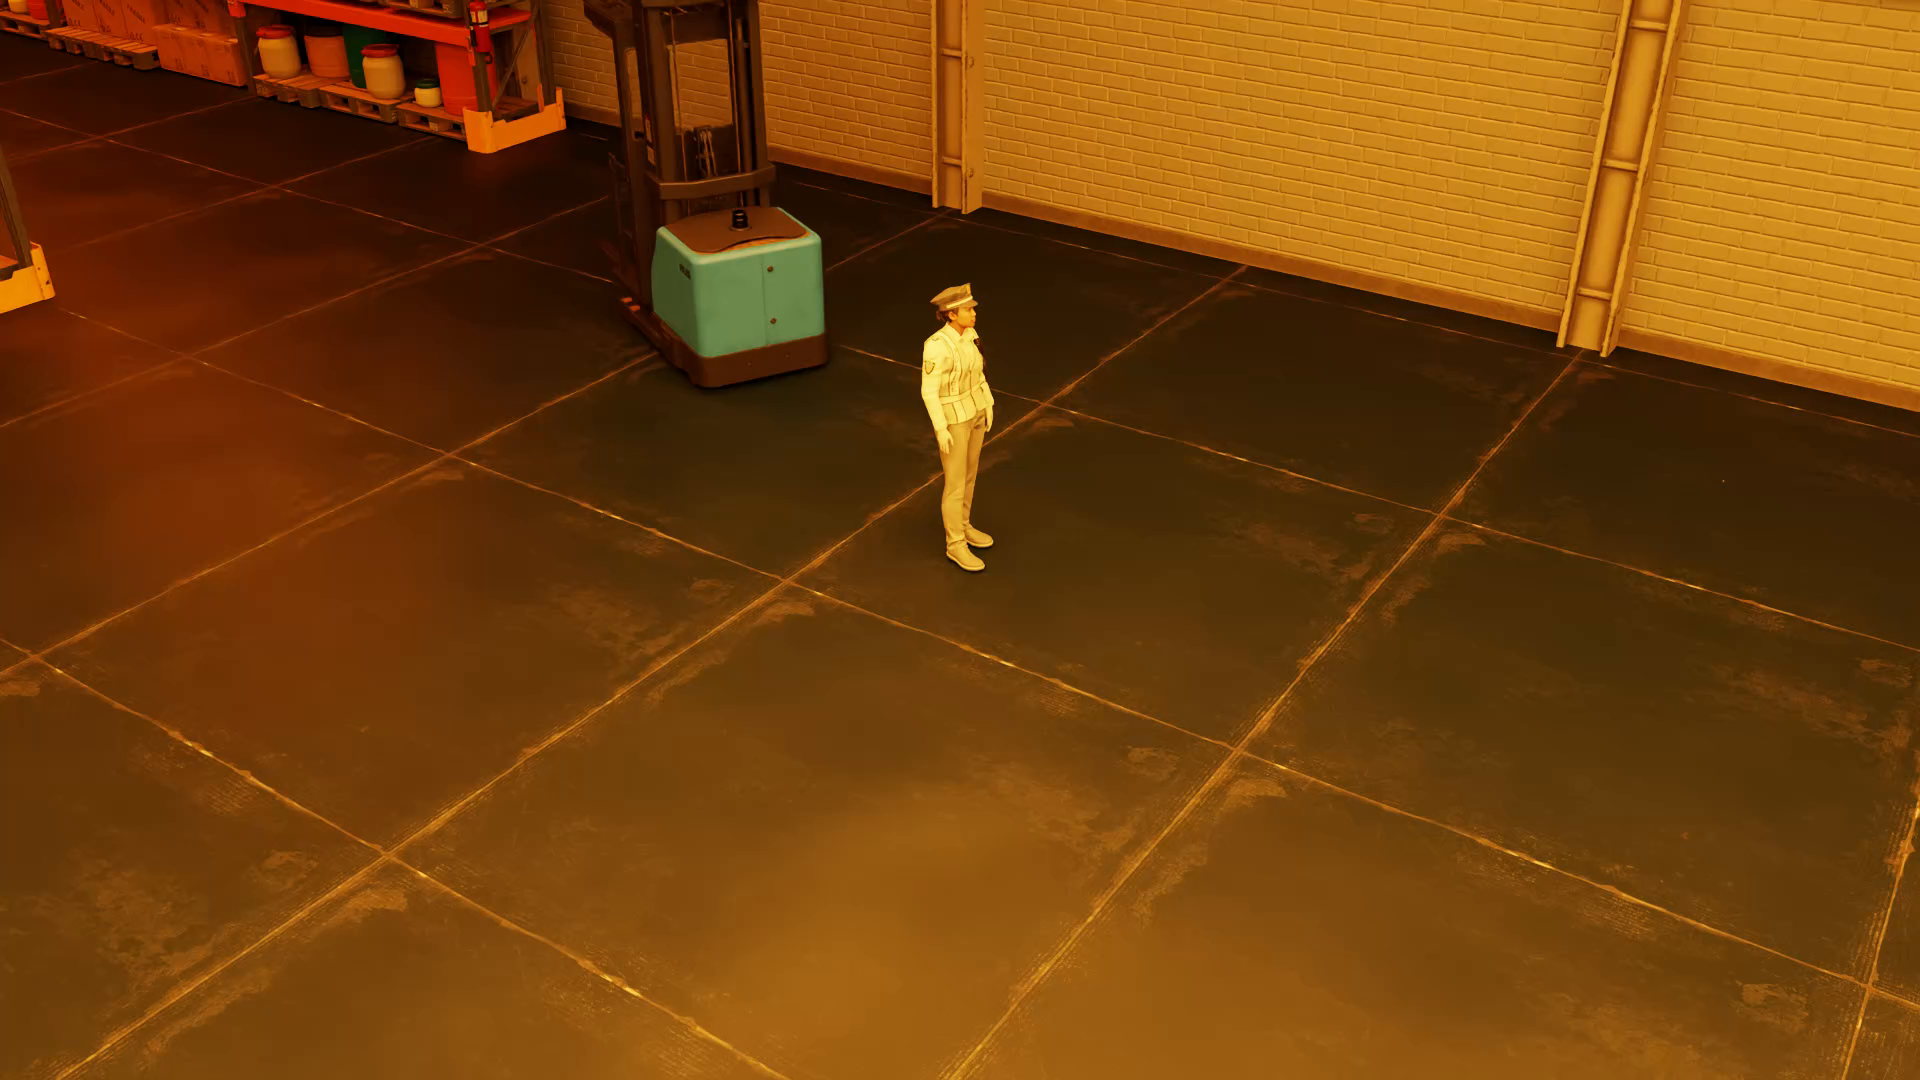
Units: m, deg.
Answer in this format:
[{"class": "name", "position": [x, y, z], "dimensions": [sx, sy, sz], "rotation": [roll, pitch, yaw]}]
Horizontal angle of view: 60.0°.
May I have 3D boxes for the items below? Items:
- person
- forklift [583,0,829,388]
[{"class": "person", "position": [0.053, -0.717, 10.033], "dimensions": [0.530, 1.694, 0.586], "rotation": [19, 35, 29]}, {"class": "forklift", "position": [-2.156, -3.104, 12.926], "dimensions": [1.130, 2.935, 3.031], "rotation": [-15, 34, -25]}]
